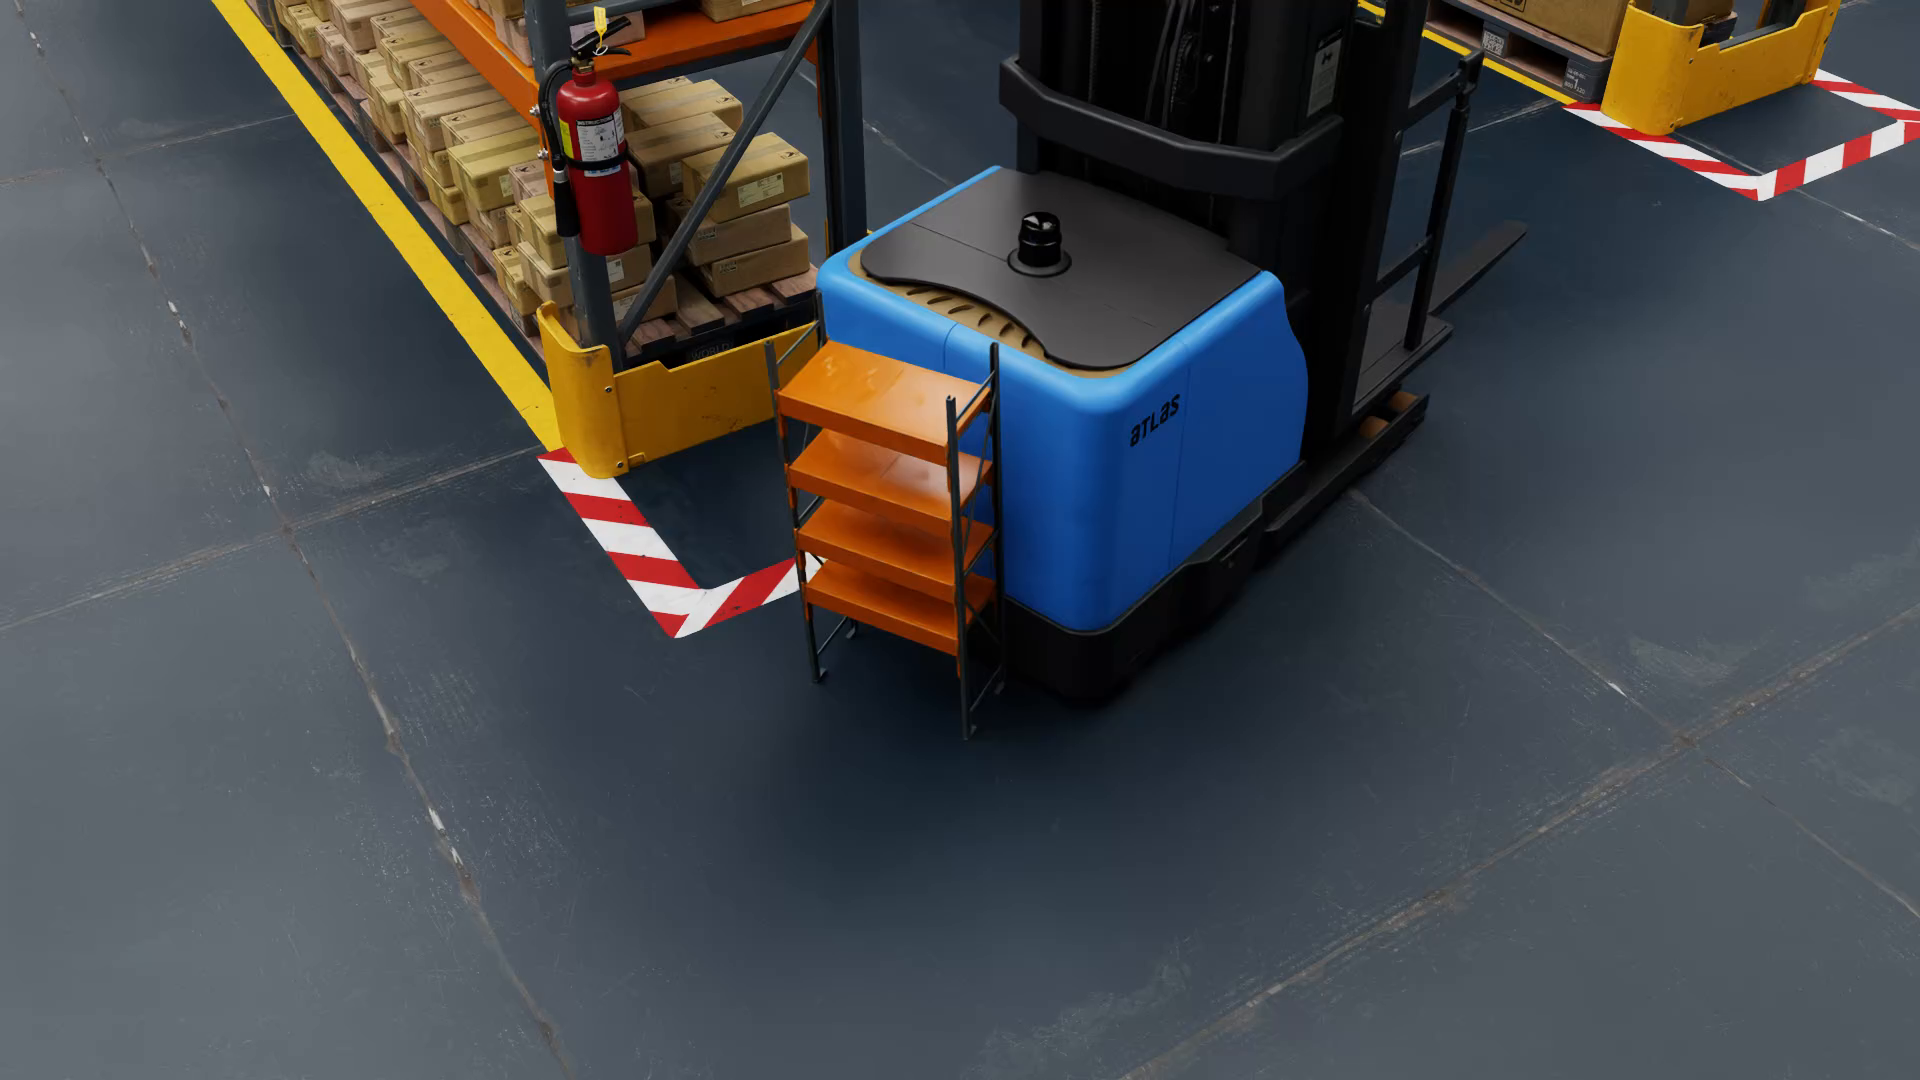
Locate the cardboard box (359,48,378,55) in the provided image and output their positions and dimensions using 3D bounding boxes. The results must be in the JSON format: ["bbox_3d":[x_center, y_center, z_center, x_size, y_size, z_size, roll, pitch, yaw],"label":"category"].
[{"bbox_3d":[-2.344,-2.095,7.088,0.380,0.149,0.250,-20,44,-22],"label":"cardboard box"}]

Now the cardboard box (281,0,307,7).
[{"bbox_3d":[-2.988,-2.623,7.721,0.380,0.149,0.250,-20,44,-22],"label":"cardboard box"}]

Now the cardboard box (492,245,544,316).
[{"bbox_3d":[-1.445,-0.972,5.972,0.380,0.149,0.250,-21,44,-23],"label":"cardboard box"}]

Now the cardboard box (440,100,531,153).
[{"bbox_3d":[-1.680,-1.496,6.136,0.380,0.149,0.250,-24,45,-26],"label":"cardboard box"}]

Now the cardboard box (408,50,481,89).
[{"bbox_3d":[-1.919,-1.802,6.503,0.380,0.149,0.250,-24,45,-26],"label":"cardboard box"}]

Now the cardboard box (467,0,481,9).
[{"bbox_3d":[-1.426,-1.849,5.322,0.380,0.149,0.250,-23,45,-25],"label":"cardboard box"}]

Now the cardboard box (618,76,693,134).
[{"bbox_3d":[-1.238,-1.677,6.353,0.380,0.149,0.250,-24,46,-26],"label":"cardboard box"}]

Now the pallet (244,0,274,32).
[{"bbox_3d":[-3.333,-3.097,8.802,1.003,0.211,1.213,-22,45,-24],"label":"pallet"}]

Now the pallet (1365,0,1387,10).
[{"bbox_3d":[2.326,-3.233,8.965,1.003,0.211,1.213,-22,45,-24],"label":"pallet"}]

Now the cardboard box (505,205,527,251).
[{"bbox_3d":[-1.382,-1.116,5.913,0.380,0.149,0.250,-23,45,-25],"label":"cardboard box"}]

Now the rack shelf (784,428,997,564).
[{"bbox_3d":[-0.171,-0.143,4.226,0.480,0.148,0.258,19,48,21],"label":"rack shelf"}]

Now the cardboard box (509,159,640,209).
[{"bbox_3d":[-1.347,-1.238,5.827,0.380,0.149,0.250,-21,44,-24],"label":"cardboard box"}]

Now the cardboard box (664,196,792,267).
[{"bbox_3d":[-0.828,-1.141,5.943,0.380,0.149,0.250,-20,44,-23],"label":"cardboard box"}]

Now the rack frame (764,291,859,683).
[{"bbox_3d":[-0.381,-0.102,4.422,0.015,1.200,0.240,19,48,21],"label":"rack frame"}]

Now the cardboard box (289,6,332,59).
[{"bbox_3d":[-2.845,-2.364,7.643,0.380,0.149,0.250,-21,44,-23],"label":"cardboard box"}]

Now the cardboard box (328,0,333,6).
[{"bbox_3d":[-2.627,-2.497,7.338,0.380,0.149,0.250,-23,45,-25],"label":"cardboard box"}]

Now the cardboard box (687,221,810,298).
[{"bbox_3d":[-0.774,-1.049,6.064,0.380,0.149,0.250,-21,44,-24],"label":"cardboard box"}]

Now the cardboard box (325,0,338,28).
[{"bbox_3d":[-2.615,-2.398,7.451,0.380,0.149,0.250,-22,45,-25],"label":"cardboard box"}]

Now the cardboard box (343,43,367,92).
[{"bbox_3d":[-2.489,-2.128,7.359,0.380,0.149,0.250,-23,45,-25],"label":"cardboard box"}]

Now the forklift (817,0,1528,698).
[{"bbox_3d":[0.934,-1.560,4.832,1.130,2.935,3.031,29,48,30],"label":"forklift"}]

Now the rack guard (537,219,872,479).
[{"bbox_3d":[-0.803,-0.670,5.664,1.175,0.500,0.348,-22,45,-24],"label":"rack guard"}]

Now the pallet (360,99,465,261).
[{"bbox_3d":[-1.862,-1.668,7.086,1.003,0.211,1.213,-22,45,-24],"label":"pallet"}]

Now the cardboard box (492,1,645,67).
[{"bbox_3d":[-1.176,-1.572,4.989,0.380,0.149,0.250,-22,45,-24],"label":"cardboard box"}]

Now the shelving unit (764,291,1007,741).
[{"bbox_3d":[-0.165,-0.029,4.334,0.503,1.200,0.258,19,48,21],"label":"shelving unit"}]

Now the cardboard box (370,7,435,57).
[{"bbox_3d":[-2.183,-2.080,6.837,0.380,0.149,0.250,-24,45,-26],"label":"cardboard box"}]

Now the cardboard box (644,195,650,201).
[{"bbox_3d":[-1.134,-1.410,6.265,0.380,0.149,0.250,-22,44,-24],"label":"cardboard box"}]

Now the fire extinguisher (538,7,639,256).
[{"bbox_3d":[-1.016,-1.122,4.605,0.296,0.674,0.183,-22,45,-24],"label":"fire extinguisher"}]

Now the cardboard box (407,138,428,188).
[{"bbox_3d":[-1.978,-1.543,6.658,0.380,0.149,0.250,-21,44,-24],"label":"cardboard box"}]

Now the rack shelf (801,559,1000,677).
[{"bbox_3d":[-0.156,0.163,4.517,0.480,0.148,0.258,19,48,21],"label":"rack shelf"}]

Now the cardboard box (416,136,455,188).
[{"bbox_3d":[-1.857,-1.511,6.387,0.380,0.149,0.250,-22,44,-24],"label":"cardboard box"}]

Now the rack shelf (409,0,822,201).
[{"bbox_3d":[-1.838,-2.393,6.340,1.077,0.370,4.000,-22,45,-24],"label":"rack shelf"}]

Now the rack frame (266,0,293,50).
[{"bbox_3d":[-2.913,-3.748,7.405,1.000,3.000,0.127,-22,45,-24],"label":"rack frame"}]

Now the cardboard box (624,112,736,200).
[{"bbox_3d":[-1.007,-1.391,6.011,0.380,0.149,0.250,-21,44,-24],"label":"cardboard box"}]

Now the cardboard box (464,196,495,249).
[{"bbox_3d":[-1.658,-1.273,6.333,0.380,0.149,0.250,-22,44,-24],"label":"cardboard box"}]

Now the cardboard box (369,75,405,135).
[{"bbox_3d":[-2.151,-1.795,6.728,0.380,0.149,0.250,-22,44,-24],"label":"cardboard box"}]
